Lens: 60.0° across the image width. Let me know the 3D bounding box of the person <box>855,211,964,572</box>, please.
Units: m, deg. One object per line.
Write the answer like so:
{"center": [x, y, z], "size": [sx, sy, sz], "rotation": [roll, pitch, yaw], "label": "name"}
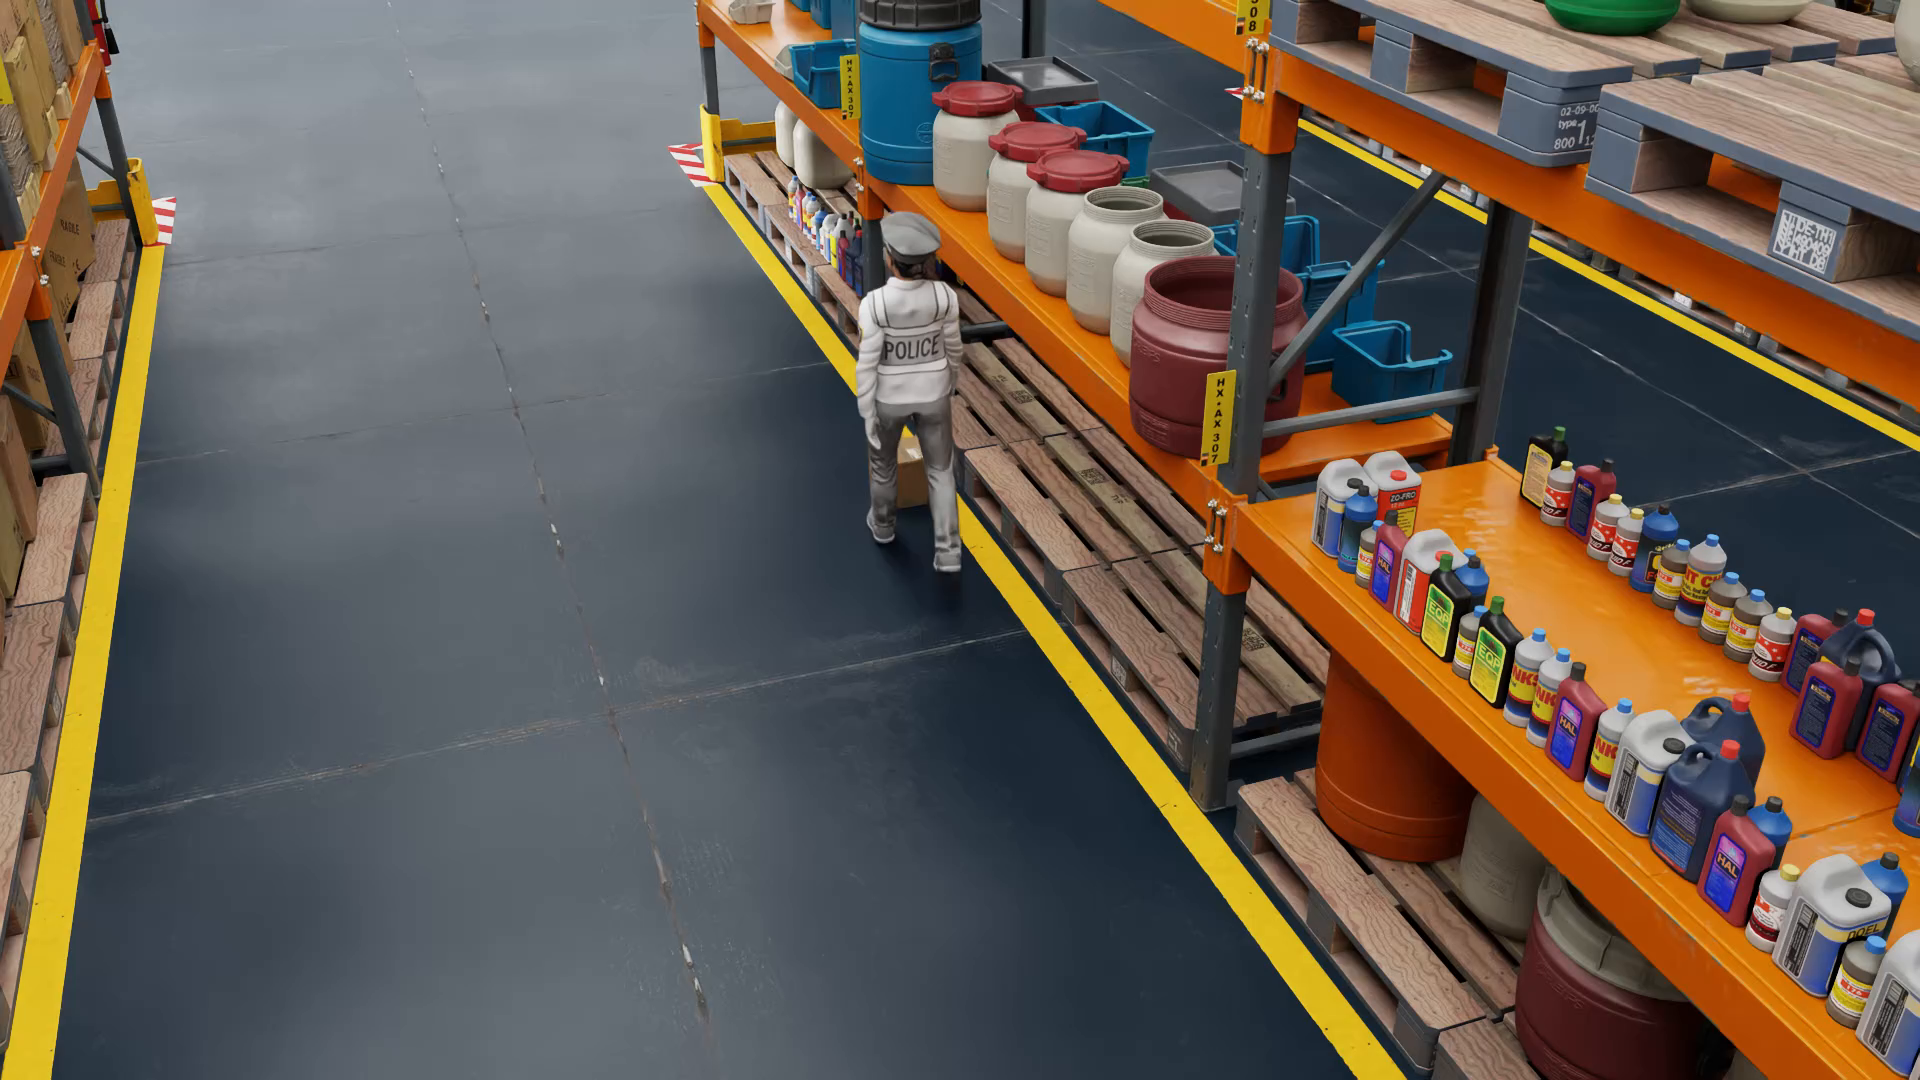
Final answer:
{"center": [-0.226, -0.639, 7.193], "size": [0.481, 1.653, 0.843], "rotation": [-5, 30, -8], "label": "person"}
